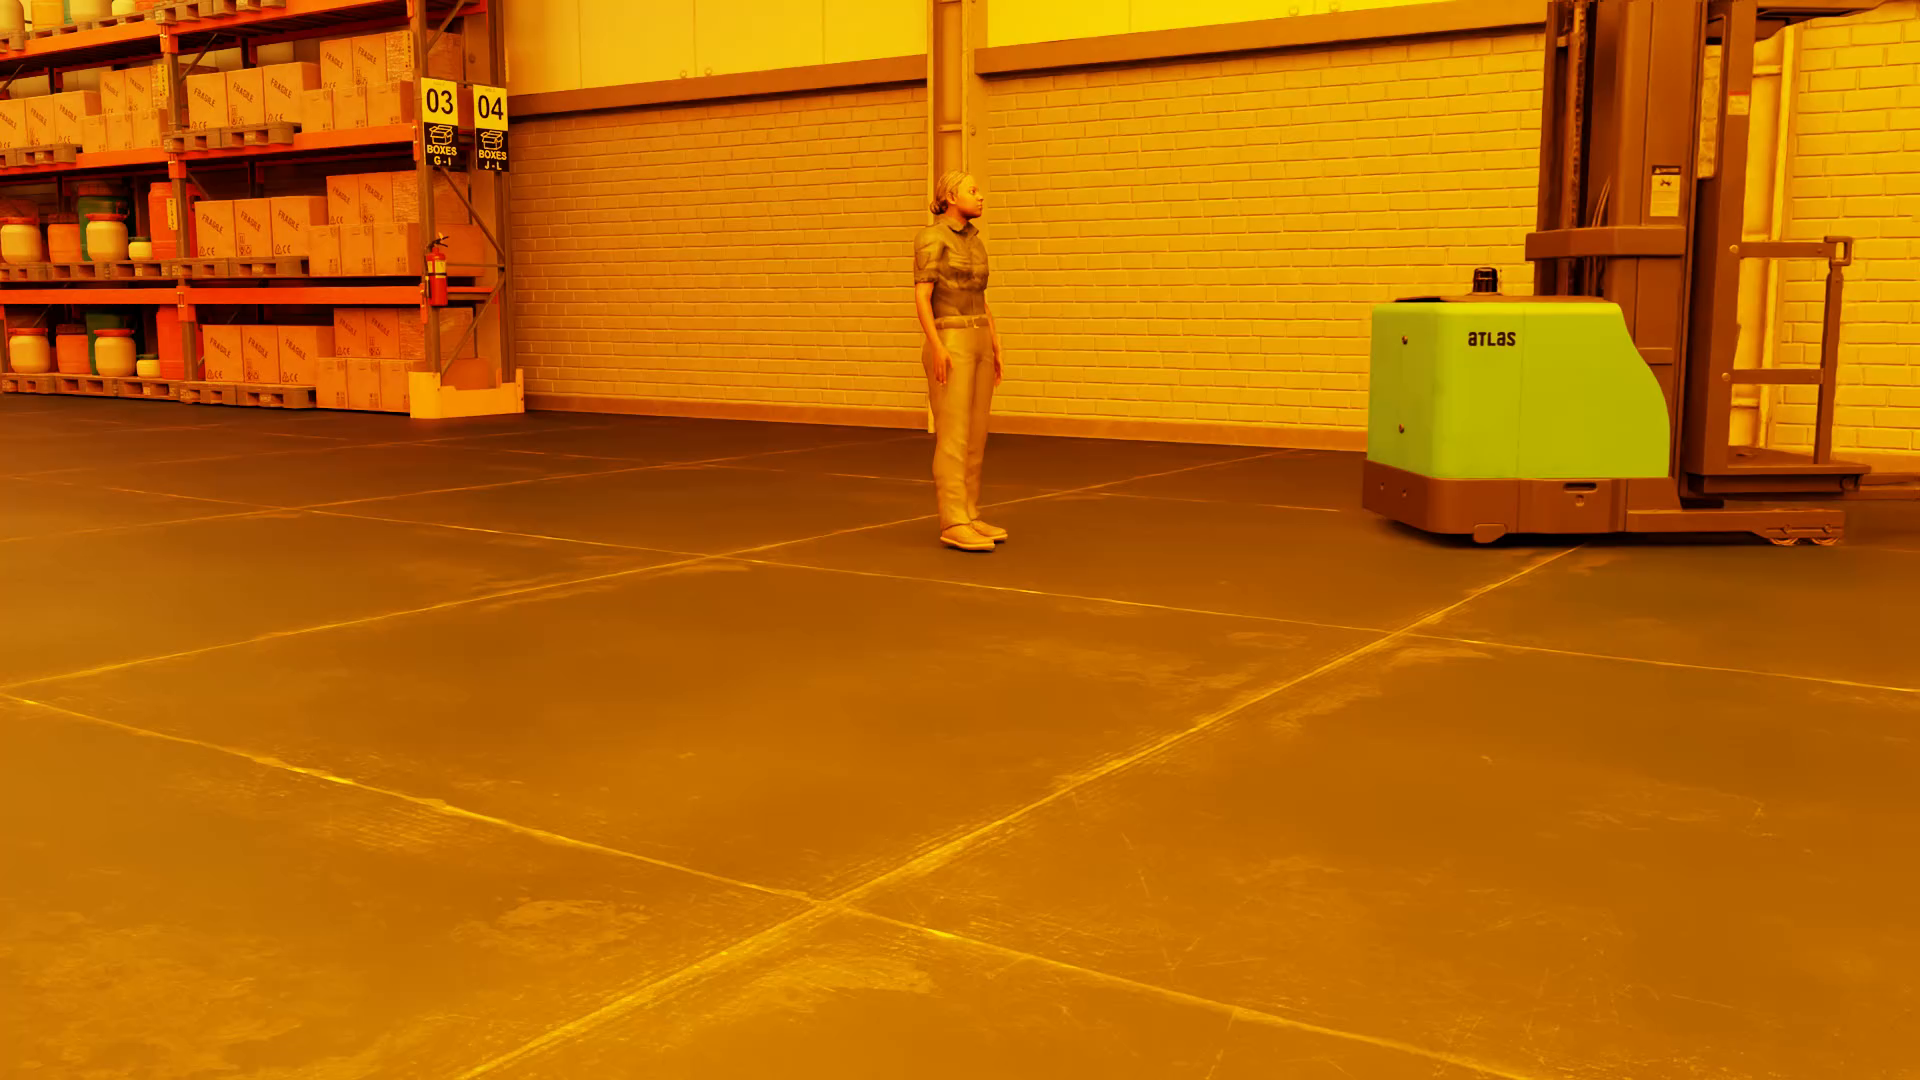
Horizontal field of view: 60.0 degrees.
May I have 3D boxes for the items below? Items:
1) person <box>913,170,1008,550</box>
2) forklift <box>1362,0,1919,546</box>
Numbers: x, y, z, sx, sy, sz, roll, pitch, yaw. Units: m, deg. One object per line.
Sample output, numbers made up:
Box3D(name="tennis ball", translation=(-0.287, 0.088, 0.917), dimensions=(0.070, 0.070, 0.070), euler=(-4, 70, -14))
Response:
Box3D(name="person", translation=(0.062, -0.817, 7.422), dimensions=(0.503, 1.656, 0.570), euler=(5, 10, 34))
Box3D(name="forklift", translation=(3.533, -1.497, 7.720), dimensions=(3.031, 2.935, 1.130), euler=(-1, 8, -5))
